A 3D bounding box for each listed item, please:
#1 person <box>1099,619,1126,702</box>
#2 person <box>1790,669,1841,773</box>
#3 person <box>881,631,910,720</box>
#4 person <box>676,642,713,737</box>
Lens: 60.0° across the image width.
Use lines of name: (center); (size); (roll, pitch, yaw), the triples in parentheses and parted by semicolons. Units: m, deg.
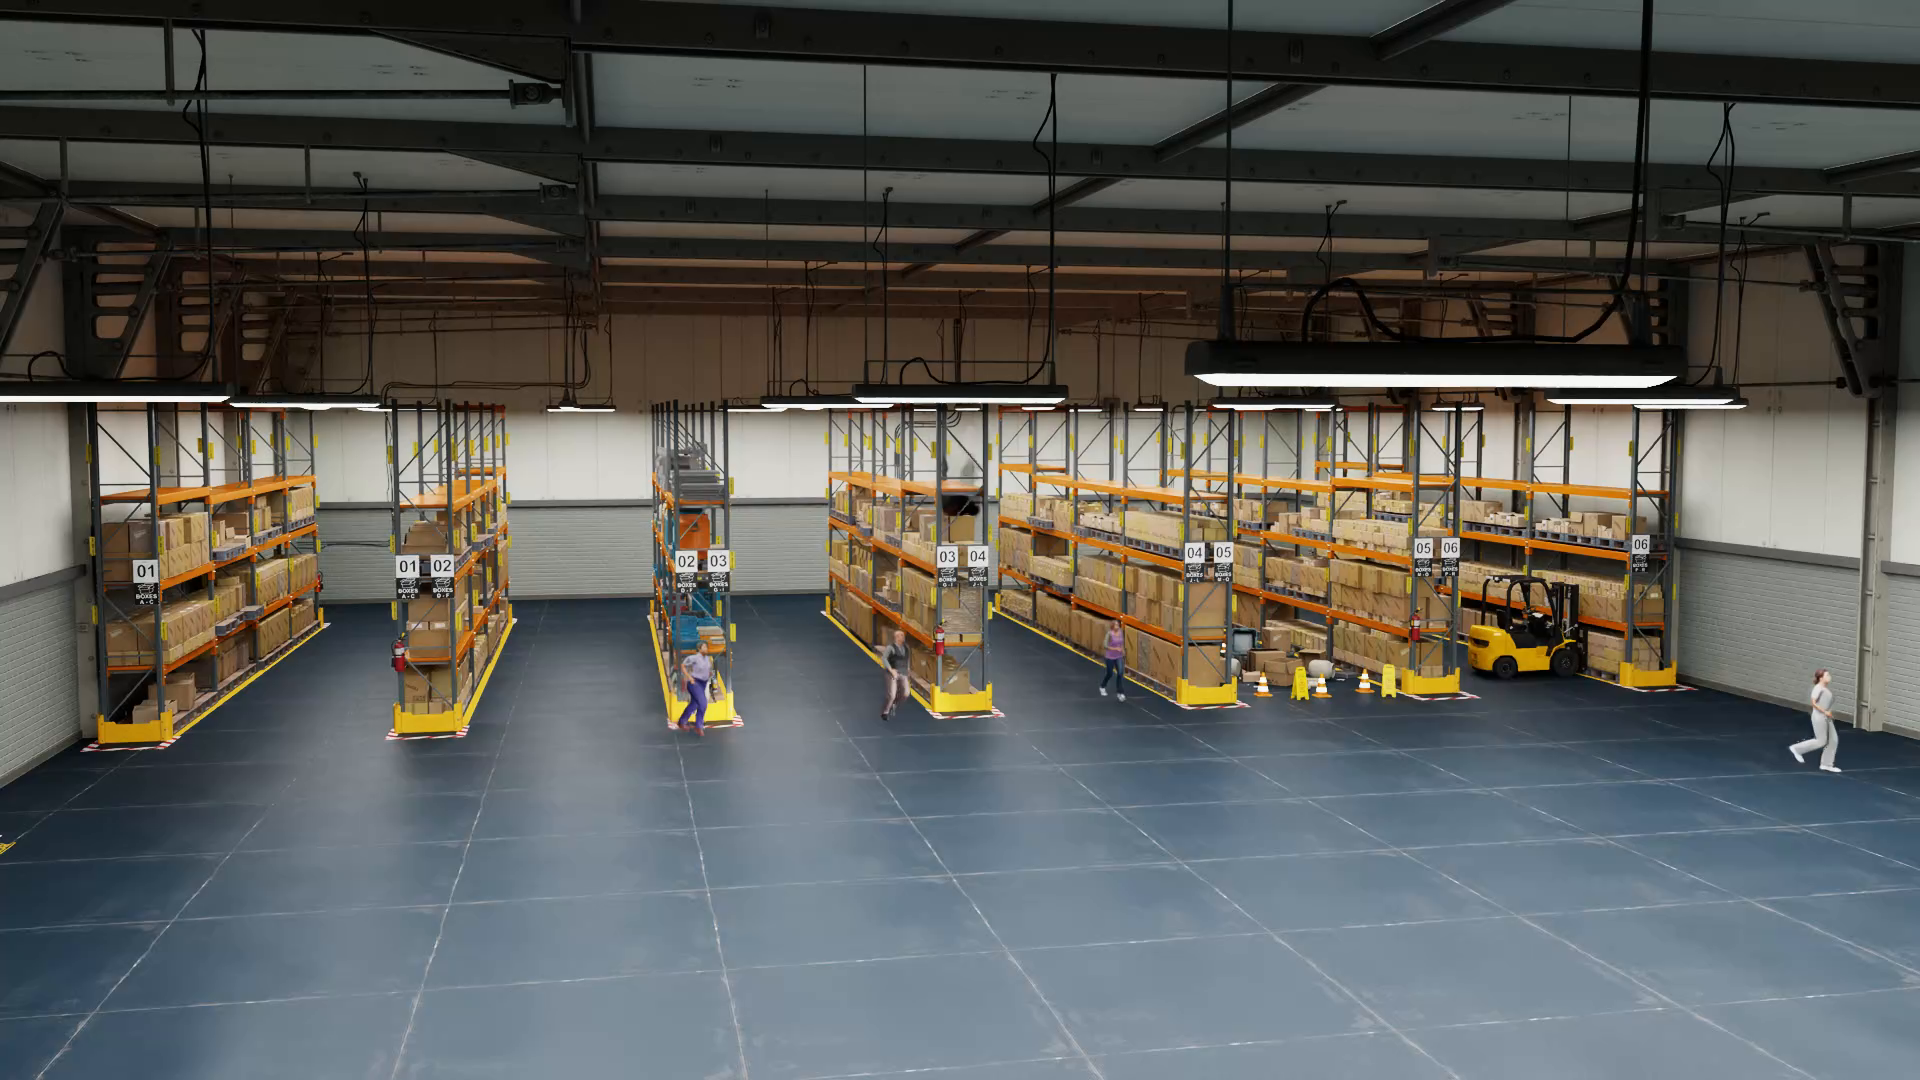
person: (3.089, 2.399, 33.453); (0.557, 1.631, 0.748); (-2, 5, -28)
person: (13.833, 2.889, 26.821); (0.761, 1.650, 0.572); (4, 6, 43)
person: (-1.145, 2.539, 31.260); (0.714, 1.664, 0.528); (-3, 5, -37)
person: (-4.748, 2.666, 29.900); (0.718, 1.699, 0.613); (2, 5, 21)
